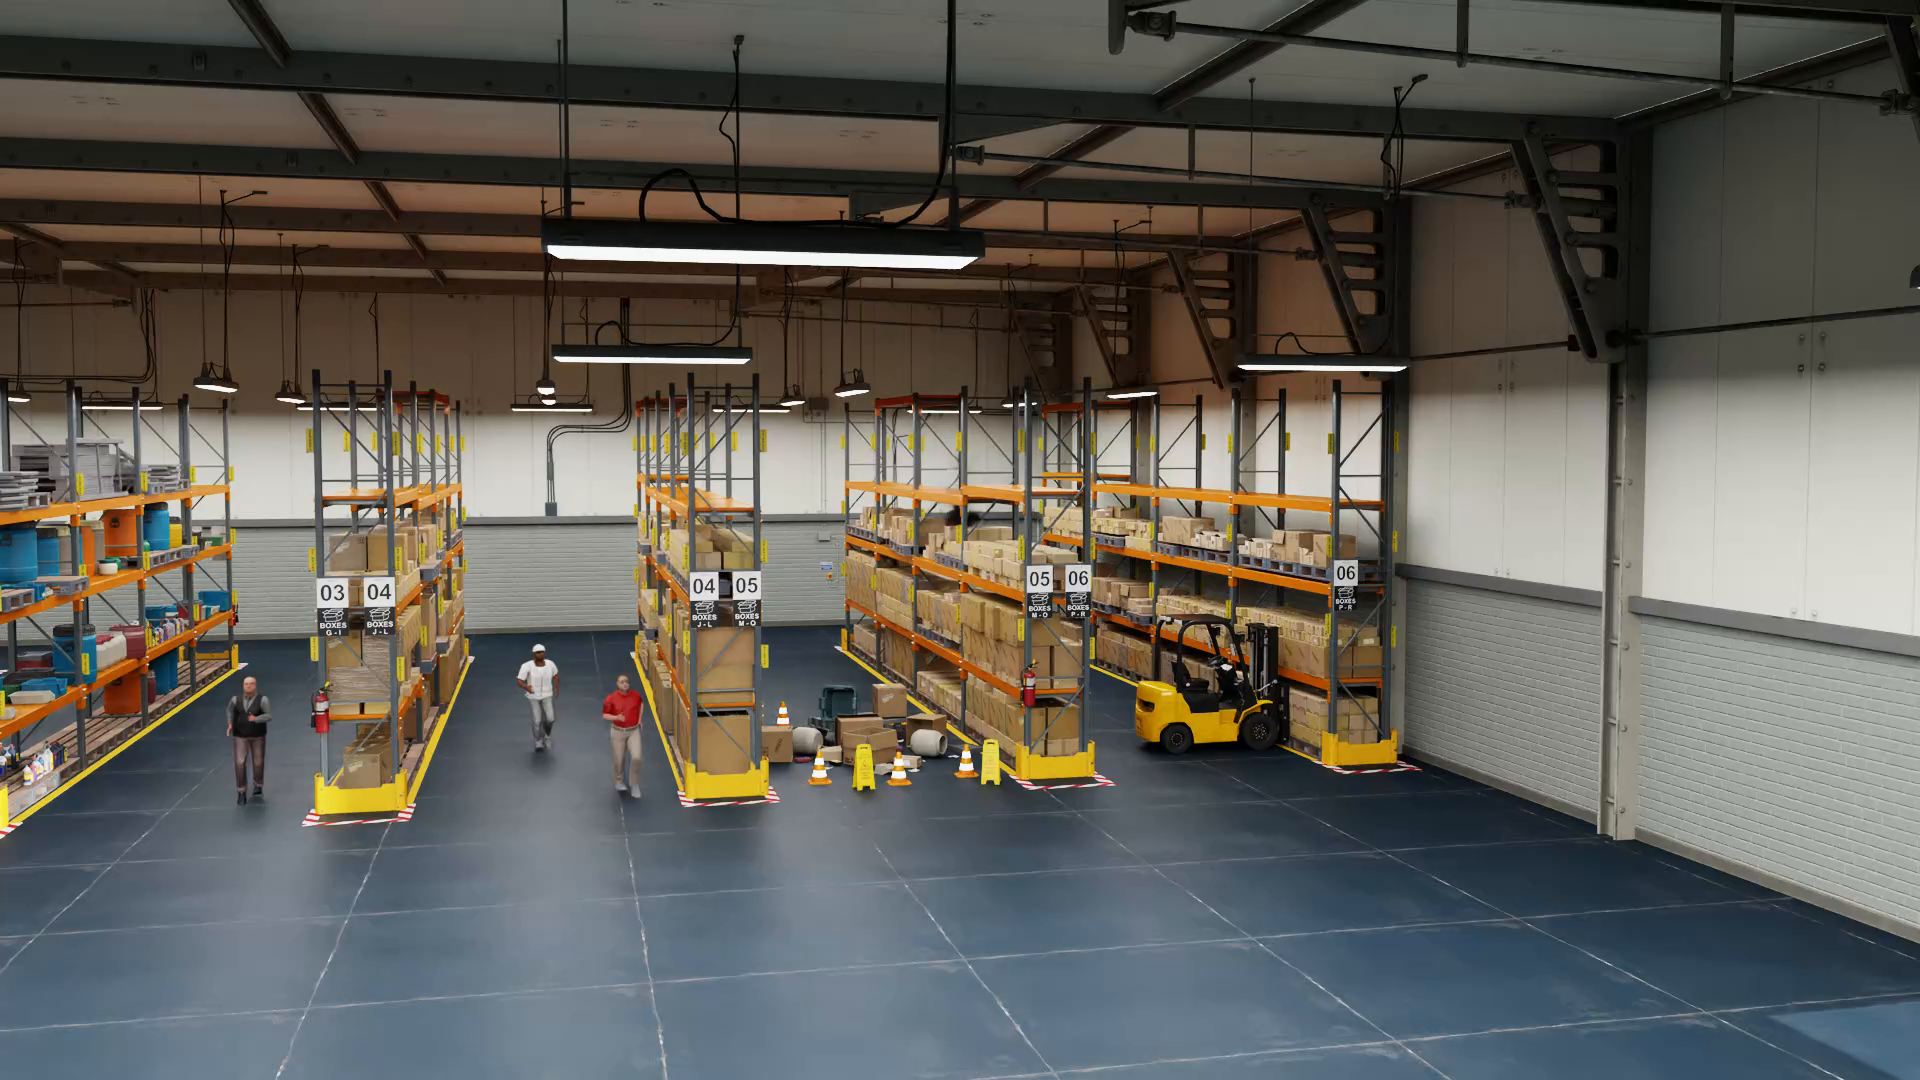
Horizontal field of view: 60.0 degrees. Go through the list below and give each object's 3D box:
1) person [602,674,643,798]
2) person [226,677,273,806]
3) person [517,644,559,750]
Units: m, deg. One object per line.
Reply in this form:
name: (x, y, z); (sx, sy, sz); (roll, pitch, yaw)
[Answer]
person: (-4.755, 2.797, 23.608); (0.638, 1.787, 0.767); (-1, 4, -23)
person: (-9.941, 2.803, 23.268); (0.624, 1.780, 0.752); (-1, 4, -20)
person: (-6.837, 2.567, 27.069); (0.705, 1.744, 0.626); (-1, 4, -24)
